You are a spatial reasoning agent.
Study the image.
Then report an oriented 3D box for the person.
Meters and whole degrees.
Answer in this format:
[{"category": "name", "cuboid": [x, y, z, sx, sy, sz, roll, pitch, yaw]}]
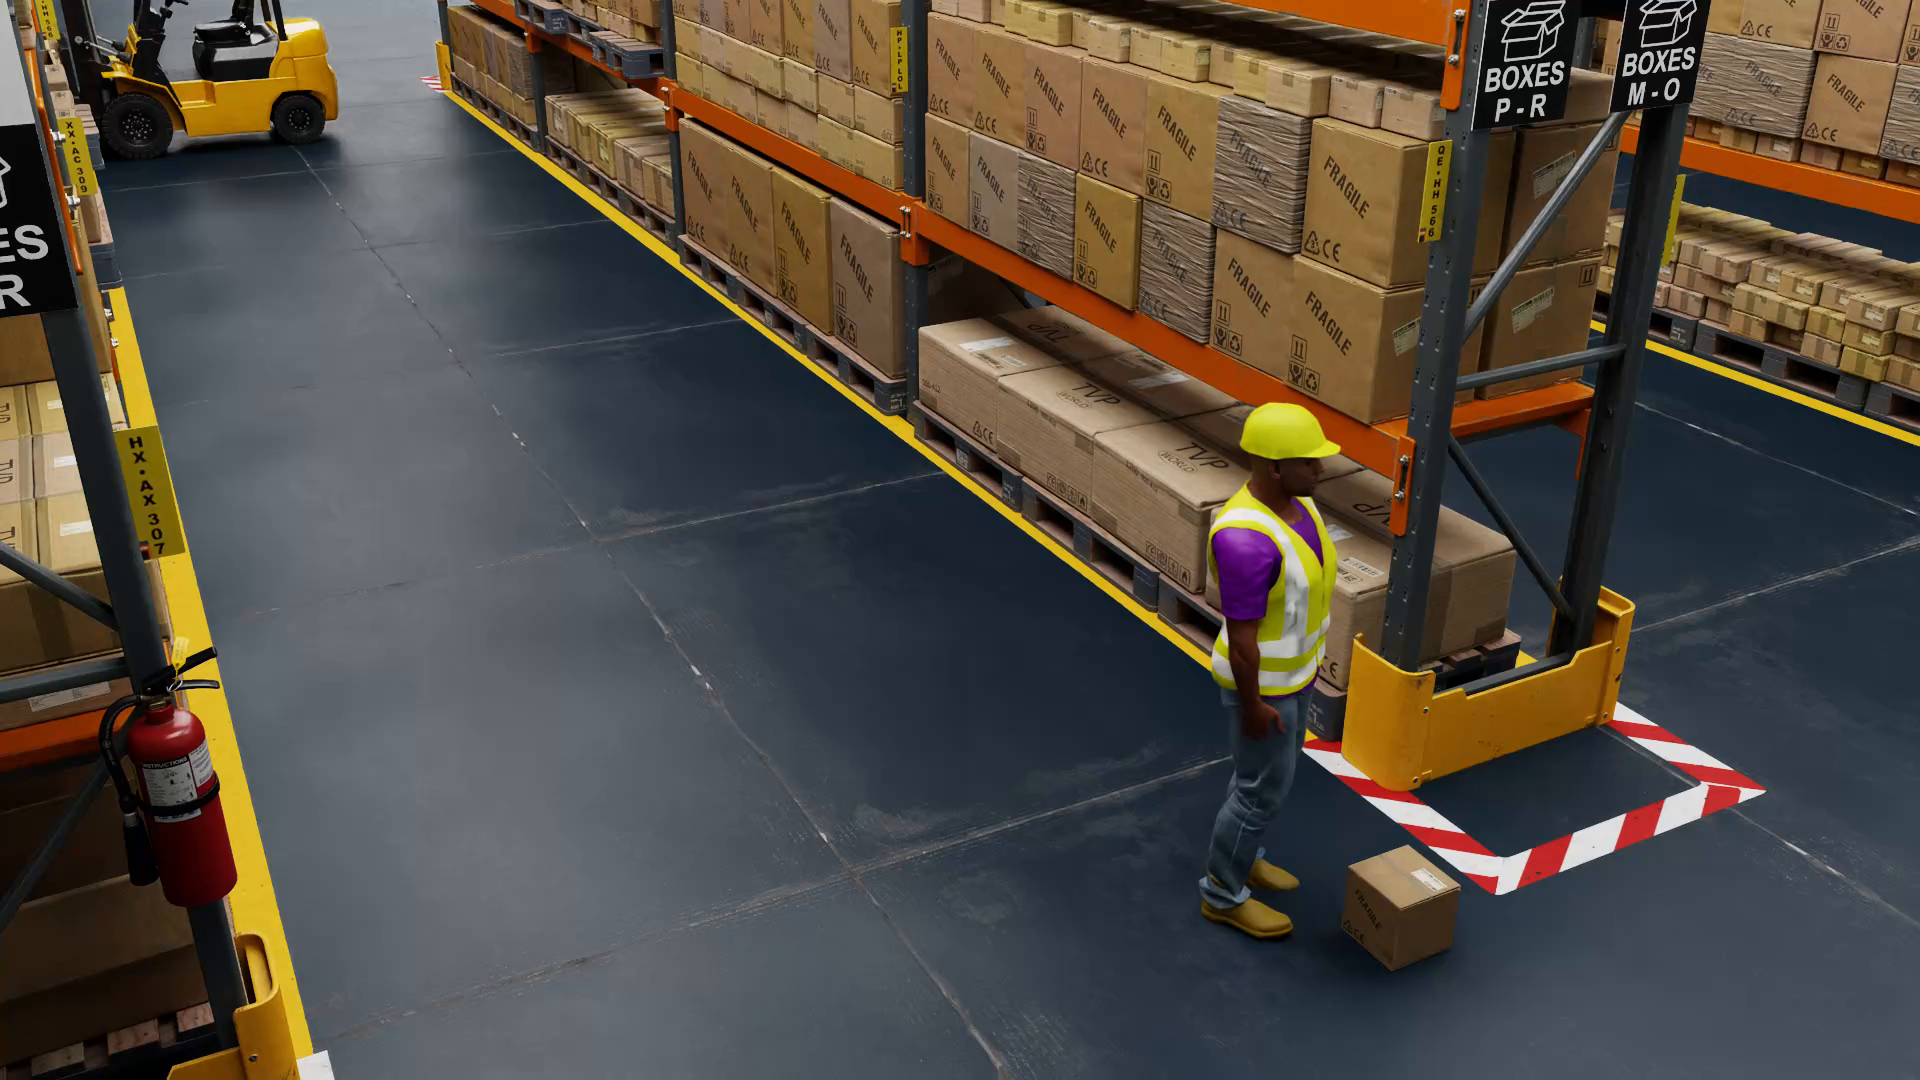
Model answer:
[{"category": "person", "cuboid": [0.978, 0.415, 5.238, 0.376, 1.780, 0.567, 12, 28, 24]}]
